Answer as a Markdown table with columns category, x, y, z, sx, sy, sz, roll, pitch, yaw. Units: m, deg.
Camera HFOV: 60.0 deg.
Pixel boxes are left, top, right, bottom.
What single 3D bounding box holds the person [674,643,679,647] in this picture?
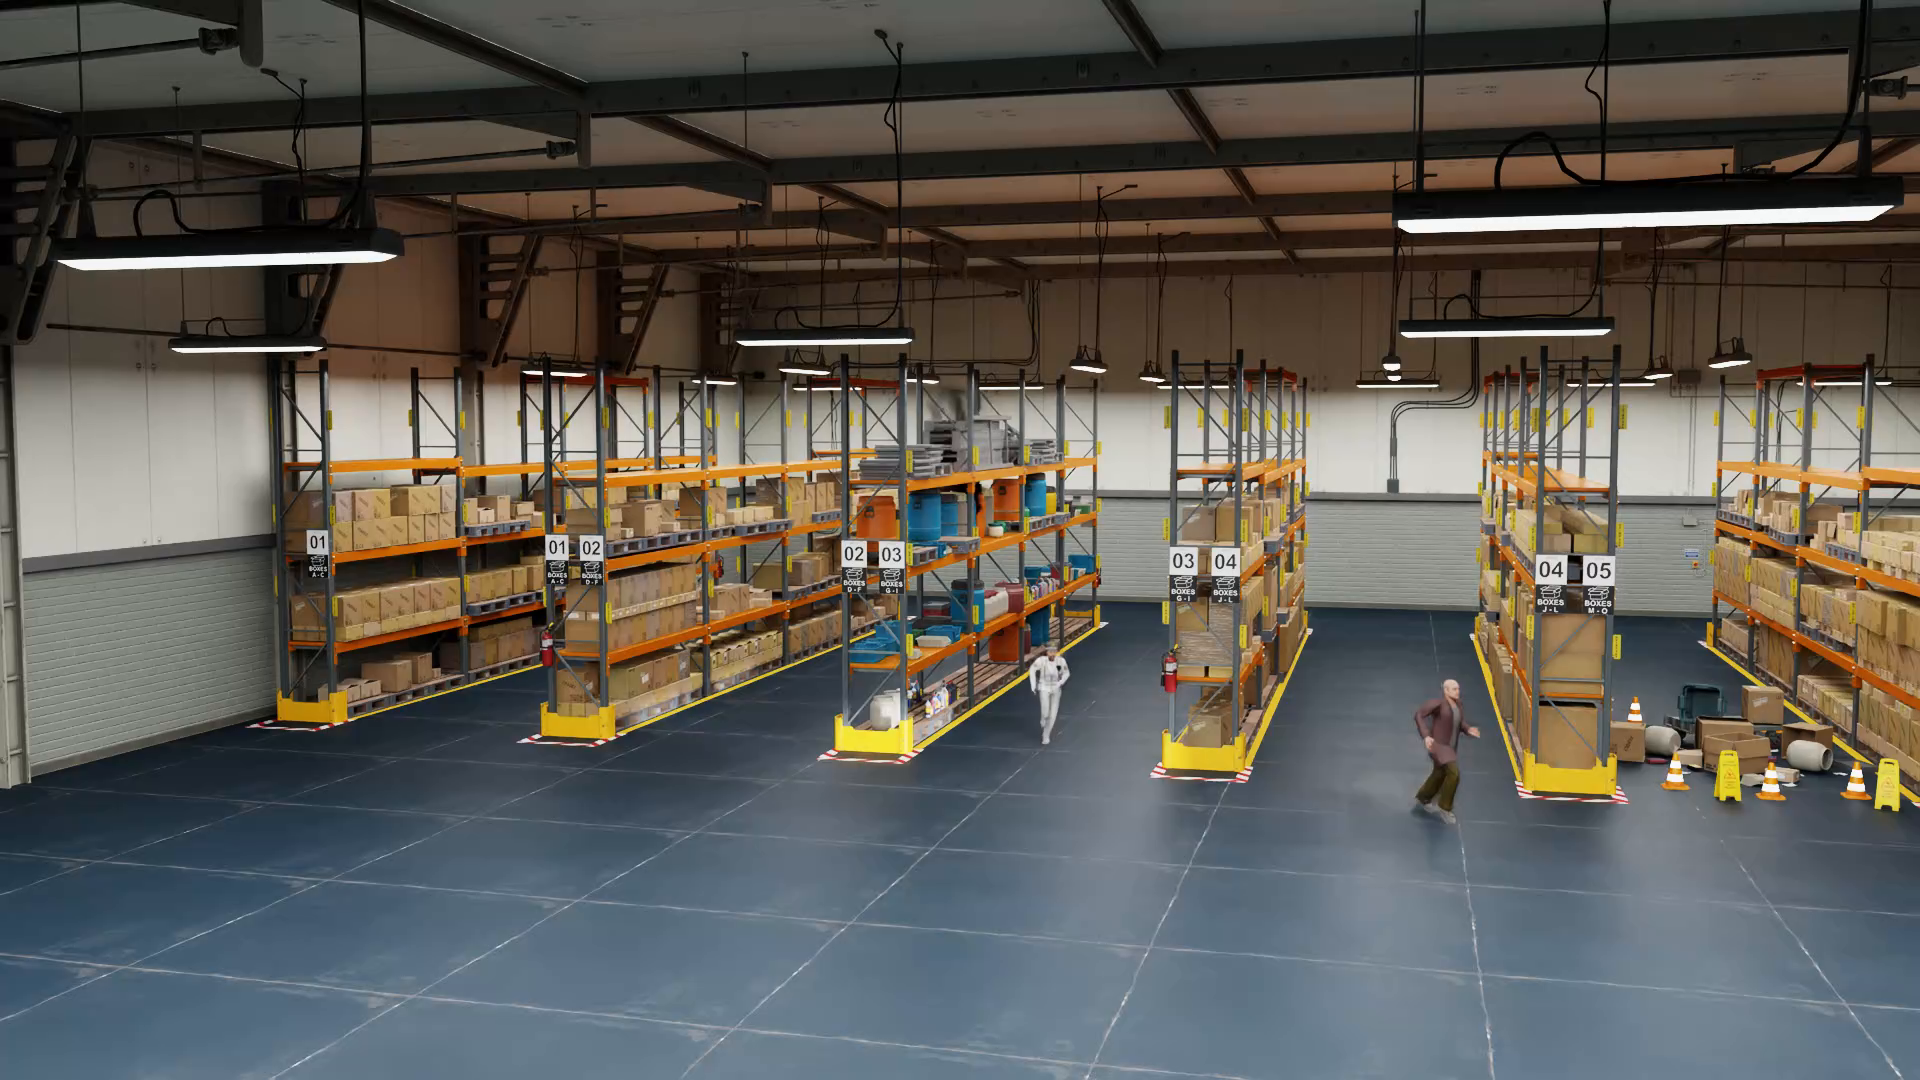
| category | x | y | z | sx | sy | sz | roll | pitch | yaw |
| --- | --- | --- | --- | --- | --- | --- | --- | --- | --- |
| person | -6.230 | 1.579 | 35.710 | 0.712 | 1.738 | 0.643 | 0 | 4 | 5 |

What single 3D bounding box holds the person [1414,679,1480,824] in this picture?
| category | x | y | z | sx | sy | sz | roll | pitch | yaw |
| --- | --- | --- | --- | --- | --- | --- | --- | --- | --- |
| person | 6.065 | 2.646 | 20.855 | 0.637 | 1.831 | 0.935 | -3 | 5 | -39 |

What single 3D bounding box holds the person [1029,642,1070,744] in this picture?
| category | x | y | z | sx | sy | sz | roll | pitch | yaw |
| --- | --- | --- | --- | --- | --- | --- | --- | --- | --- |
| person | 1.389 | 2.359 | 25.859 | 0.608 | 1.619 | 0.691 | -1 | 4 | -8 |
